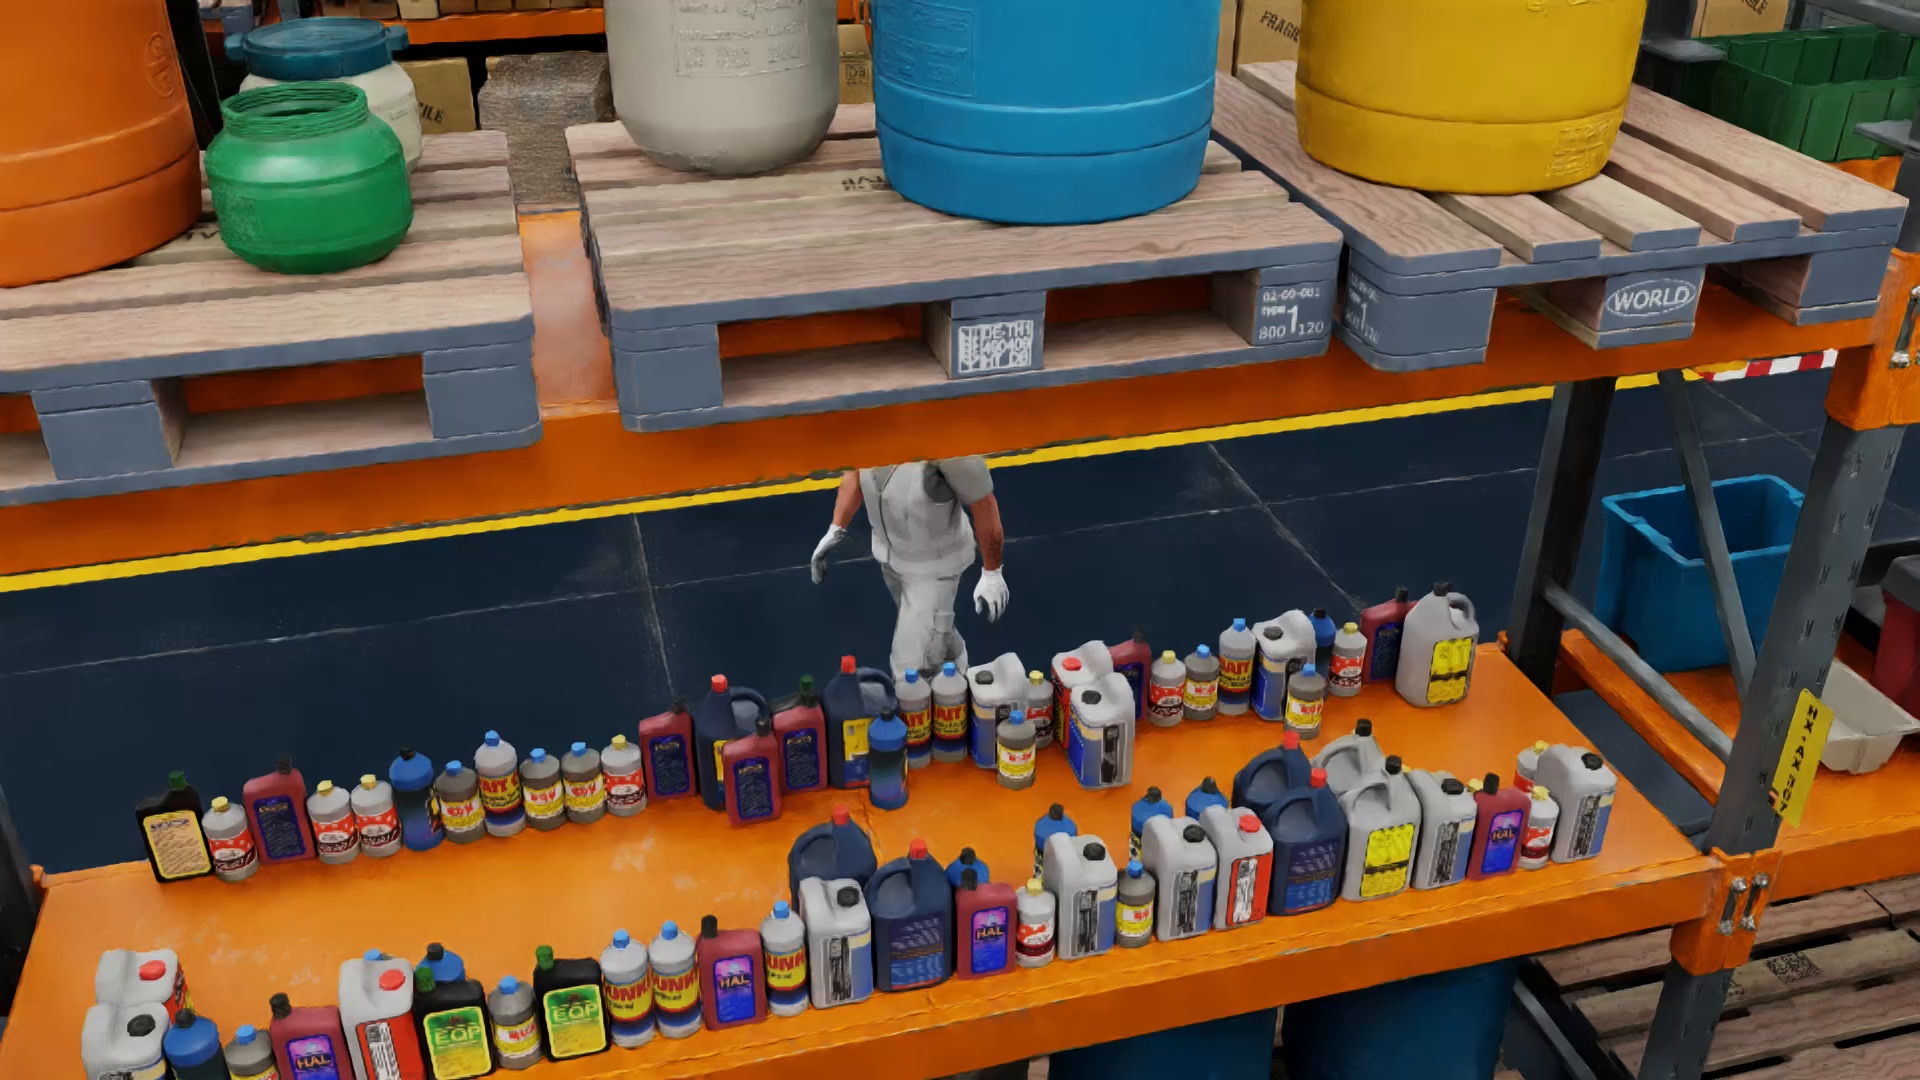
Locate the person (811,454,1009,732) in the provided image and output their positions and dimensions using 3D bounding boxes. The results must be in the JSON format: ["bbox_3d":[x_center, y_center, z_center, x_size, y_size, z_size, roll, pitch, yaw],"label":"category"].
[{"bbox_3d":[-0.161,0.089,5.967,0.719,1.745,0.660,-23,37,-34],"label":"person"}]
